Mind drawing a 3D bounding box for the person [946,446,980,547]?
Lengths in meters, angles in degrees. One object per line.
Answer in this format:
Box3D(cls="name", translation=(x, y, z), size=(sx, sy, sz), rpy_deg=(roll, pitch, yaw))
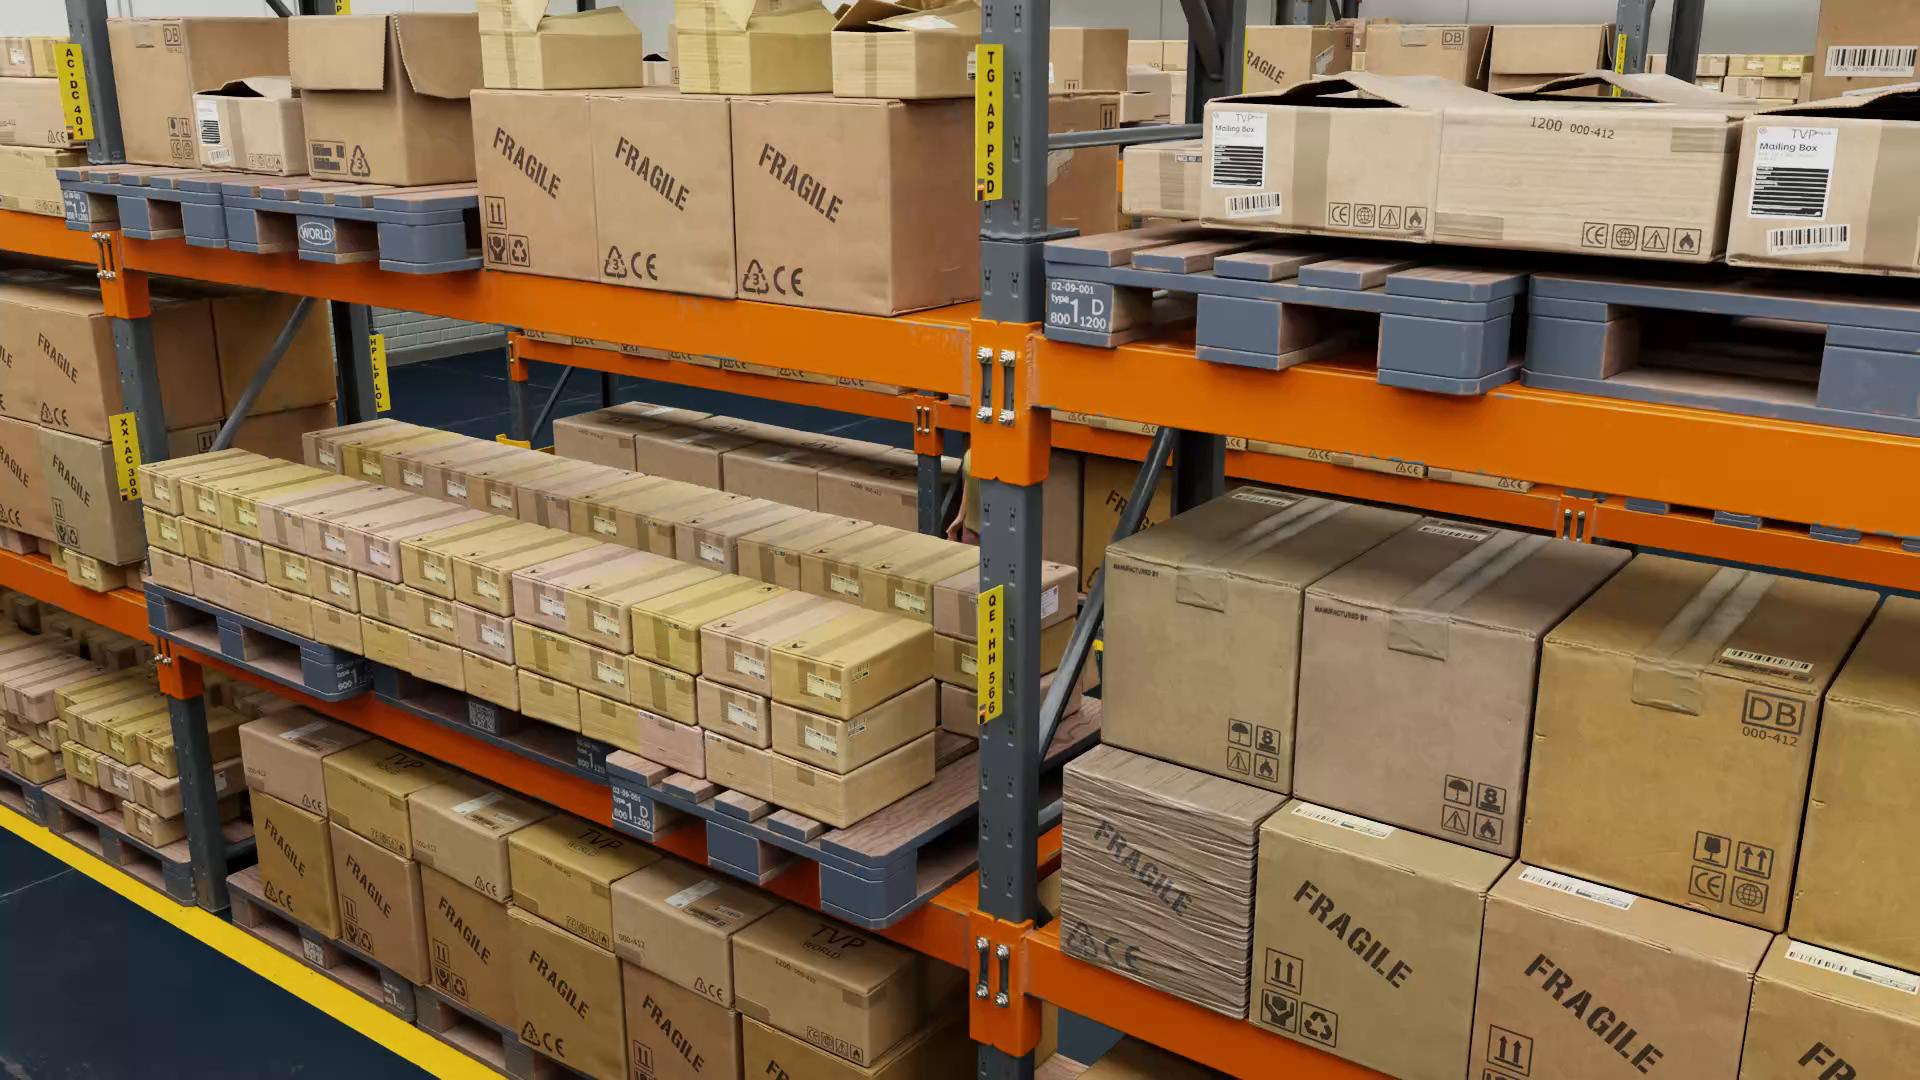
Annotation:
Box3D(cls="person", translation=(0.137, -0.027, 9.055), size=(0.538, 1.671, 0.555), rpy_deg=(15, 22, 41))
